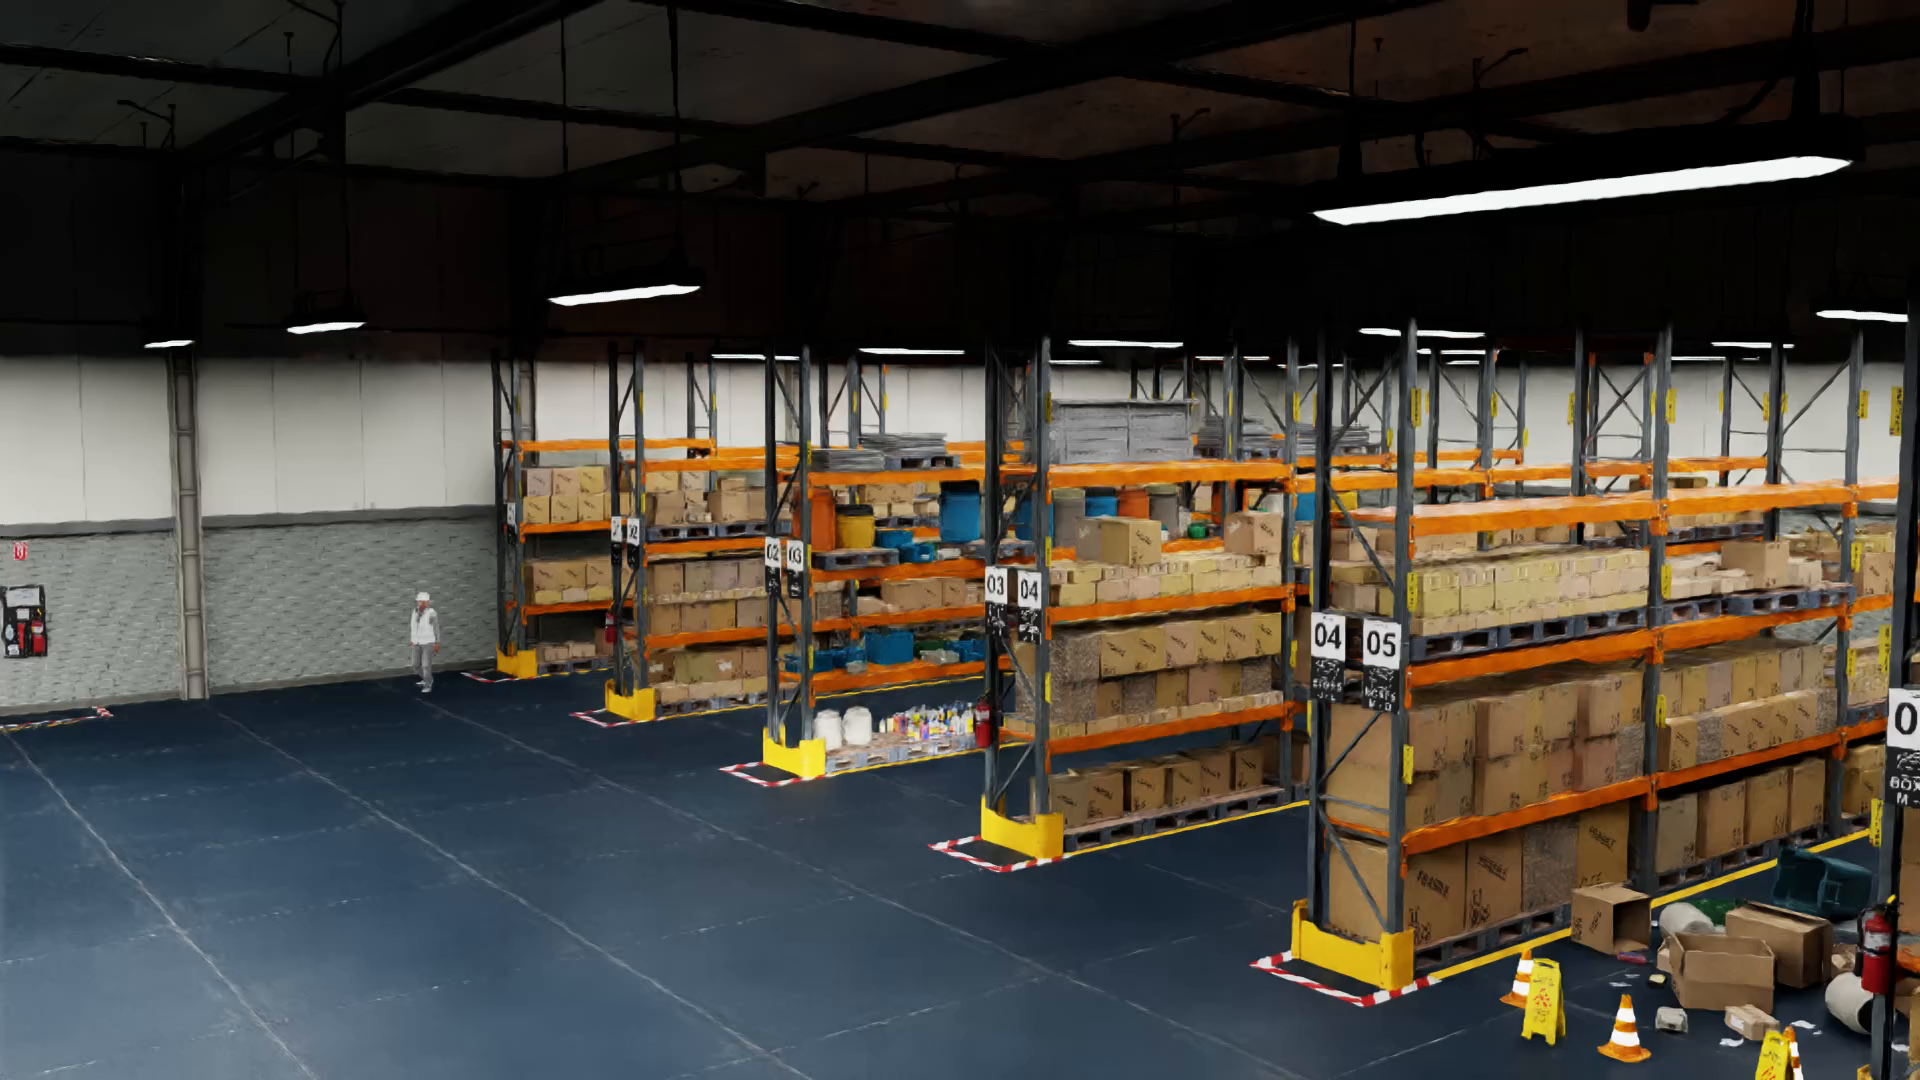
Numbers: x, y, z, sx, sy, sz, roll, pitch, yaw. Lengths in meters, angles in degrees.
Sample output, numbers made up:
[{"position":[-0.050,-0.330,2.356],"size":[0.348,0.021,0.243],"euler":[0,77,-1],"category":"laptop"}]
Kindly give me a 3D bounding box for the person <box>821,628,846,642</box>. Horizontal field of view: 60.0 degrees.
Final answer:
[{"position":[-2.390,1.642,30.894],"size":[1.110,1.591,0.446],"euler":[-4,6,-39],"category":"person"}]

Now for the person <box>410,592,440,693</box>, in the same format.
[{"position":[-9.263,1.758,28.836],"size":[0.586,1.762,0.570],"euler":[2,5,18],"category":"person"}]
